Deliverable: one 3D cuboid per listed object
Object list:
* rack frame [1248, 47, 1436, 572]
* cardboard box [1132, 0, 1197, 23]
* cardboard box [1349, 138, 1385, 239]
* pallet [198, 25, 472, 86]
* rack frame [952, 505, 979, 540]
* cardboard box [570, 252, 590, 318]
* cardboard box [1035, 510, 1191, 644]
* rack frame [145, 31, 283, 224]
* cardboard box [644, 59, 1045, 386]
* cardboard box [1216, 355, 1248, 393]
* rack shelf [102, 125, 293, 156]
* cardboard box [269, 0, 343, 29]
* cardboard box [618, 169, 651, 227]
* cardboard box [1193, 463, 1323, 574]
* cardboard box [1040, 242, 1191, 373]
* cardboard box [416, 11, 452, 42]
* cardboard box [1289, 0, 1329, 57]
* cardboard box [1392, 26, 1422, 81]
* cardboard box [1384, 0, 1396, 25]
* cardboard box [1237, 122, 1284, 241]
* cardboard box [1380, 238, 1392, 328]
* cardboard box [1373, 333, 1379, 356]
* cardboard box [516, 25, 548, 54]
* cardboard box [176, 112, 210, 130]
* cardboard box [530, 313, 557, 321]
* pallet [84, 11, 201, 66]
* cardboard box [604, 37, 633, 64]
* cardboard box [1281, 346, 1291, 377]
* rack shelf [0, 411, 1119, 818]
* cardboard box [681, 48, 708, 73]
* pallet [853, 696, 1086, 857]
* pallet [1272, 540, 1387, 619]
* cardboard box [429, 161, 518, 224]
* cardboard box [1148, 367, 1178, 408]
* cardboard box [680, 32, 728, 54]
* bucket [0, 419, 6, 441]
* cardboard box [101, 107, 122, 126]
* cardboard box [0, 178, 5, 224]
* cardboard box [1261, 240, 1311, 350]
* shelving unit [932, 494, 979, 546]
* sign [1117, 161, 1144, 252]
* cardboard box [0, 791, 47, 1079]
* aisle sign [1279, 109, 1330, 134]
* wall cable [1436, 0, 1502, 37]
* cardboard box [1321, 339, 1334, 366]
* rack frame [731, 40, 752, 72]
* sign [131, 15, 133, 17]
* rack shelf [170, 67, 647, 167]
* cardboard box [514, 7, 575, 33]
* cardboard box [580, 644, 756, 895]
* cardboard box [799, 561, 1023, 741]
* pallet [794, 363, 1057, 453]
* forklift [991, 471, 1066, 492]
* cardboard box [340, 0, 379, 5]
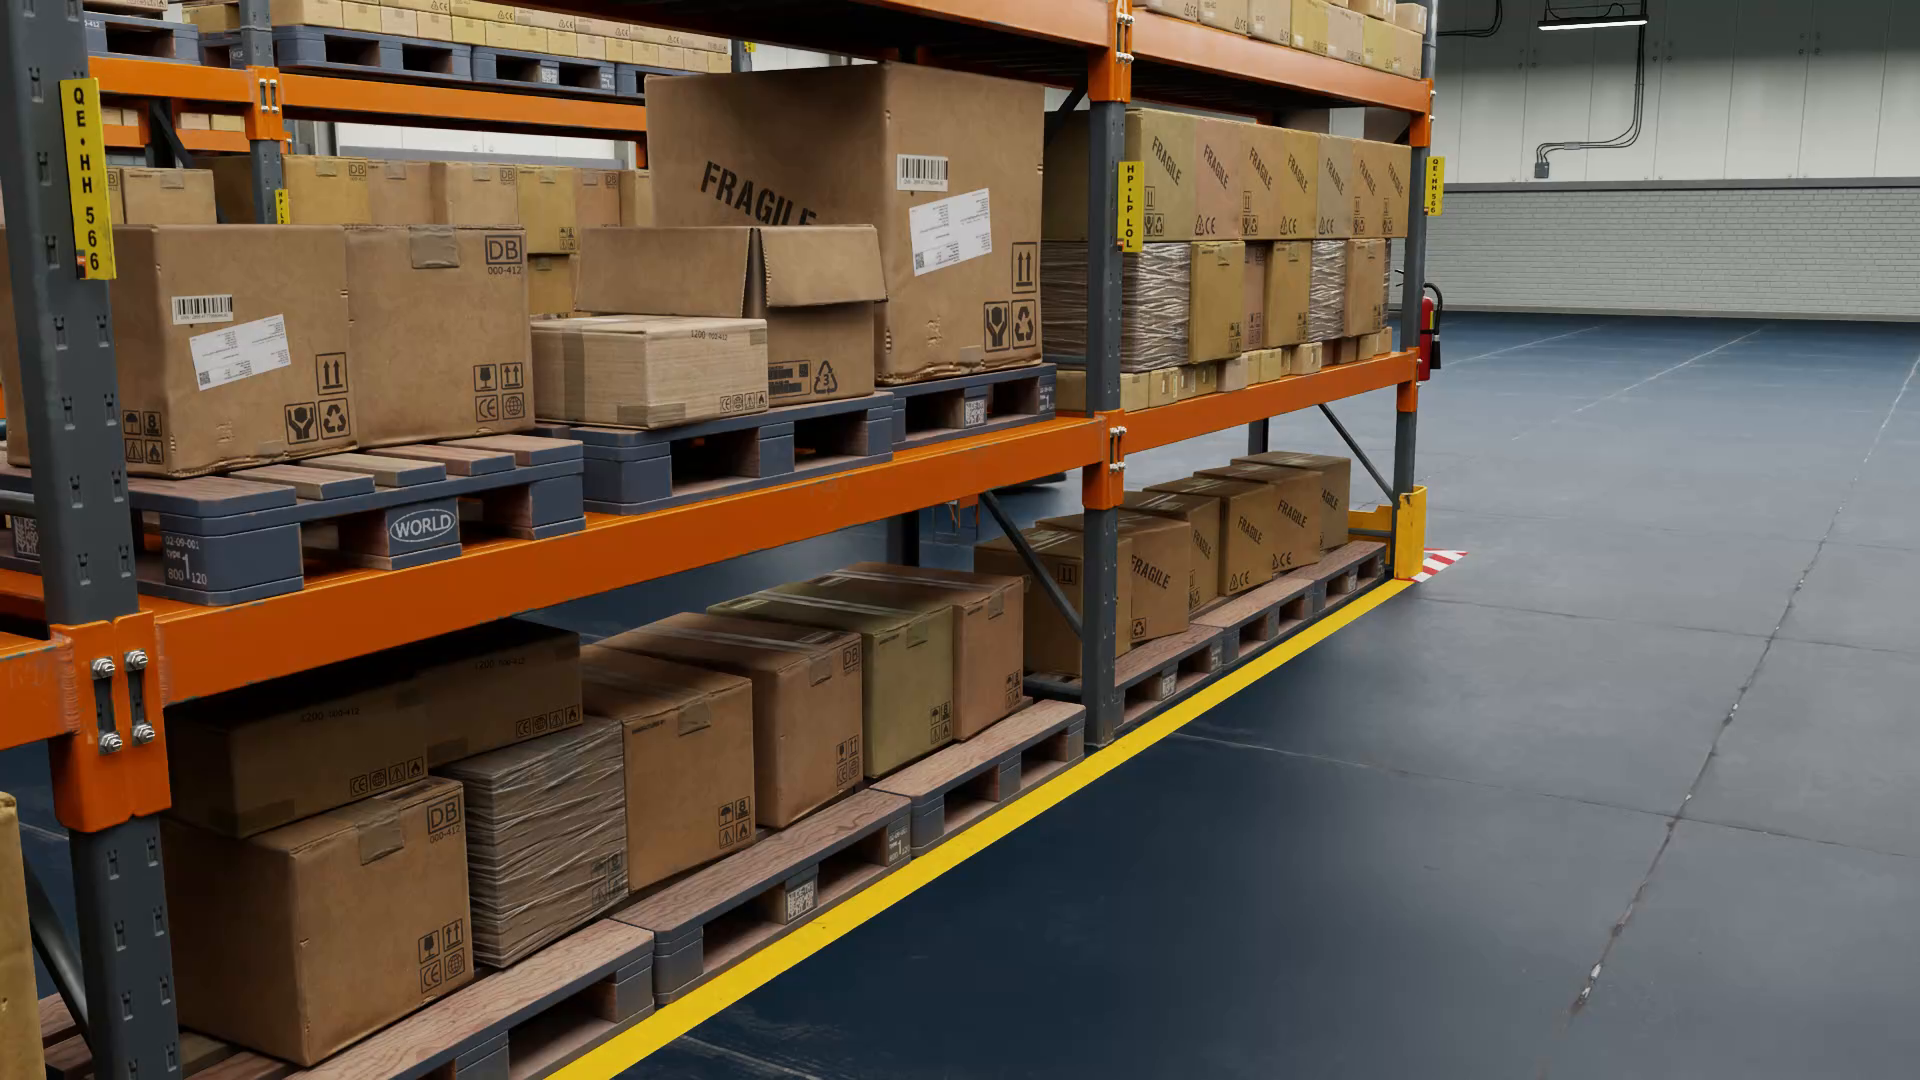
[{"bbox_3d":[2.229,-1.339,9.871,1.000,3.000,0.127,6,12,31],"label":"rack frame"},{"bbox_3d":[0.604,-2.157,6.496,0.500,0.250,0.500,6,12,28],"label":"cardboard box"},{"bbox_3d":[1.900,-1.837,8.731,0.500,0.500,0.500,6,12,31],"label":"cardboard box"},{"bbox_3d":[-3.601,-2.758,9.541,1.003,0.211,1.213,6,12,31],"label":"pallet"},{"bbox_3d":[0.036,-0.527,10.830,0.200,1.050,0.008,6,12,31],"label":"rack frame"},{"bbox_3d":[-2.777,-1.675,11.259,0.875,0.550,0.550,6,12,31],"label":"cardboard box"},{"bbox_3d":[0.685,0.162,7.503,0.500,0.500,0.500,-9,14,-39],"label":"cardboard box"},{"bbox_3d":[-4.035,-1.200,9.127,1.000,3.000,0.127,6,12,31],"label":"rack frame"},{"bbox_3d":[-0.380,-1.100,5.821,1.000,1.000,1.000,6,12,31],"label":"cardboard box"},{"bbox_3d":[1.054,-0.747,7.392,0.380,0.149,0.250,6,12,31],"label":"cardboard box"},{"bbox_3d":[-7.279,-3.092,13.038,1.077,0.370,4.000,6,12,31],"label":"rack shelf"},{"bbox_3d":[-3.555,-2.831,8.958,0.380,0.149,0.250,6,12,30],"label":"cardboard box"},{"bbox_3d":[-2.390,-2.284,11.573,0.875,0.550,0.550,6,12,31],"label":"cardboard box"},{"bbox_3d":[1.609,-0.123,9.027,0.500,0.500,0.500,-10,14,-43],"label":"cardboard box"},{"bbox_3d":[0.438,-0.970,6.821,0.875,0.500,0.500,6,12,31],"label":"cardboard box"},{"bbox_3d":[-3.161,-2.951,9.596,0.380,0.149,0.250,6,12,30],"label":"cardboard box"},{"bbox_3d":[1.409,-2.402,7.802,0.500,0.250,0.500,6,12,30],"label":"cardboard box"},{"bbox_3d":[2.195,-2.640,9.074,0.500,0.250,0.500,7,13,32],"label":"cardboard box"},{"bbox_3d":[2.067,-2.779,8.735,0.380,0.149,0.250,6,12,28],"label":"cardboard box"},{"bbox_3d":[1.121,-1.601,7.471,0.500,0.500,0.500,6,12,31],"label":"cardboard box"},{"bbox_3d":[1.920,-1.451,9.386,0.875,0.500,0.500,6,12,31],"label":"cardboard box"},{"bbox_3d":[2.127,-1.112,9.340,0.380,0.149,0.250,6,12,31],"label":"cardboard box"},{"bbox_3d":[-2.766,-3.070,10.236,0.380,0.149,0.250,7,12,31],"label":"cardboard box"},{"bbox_3d":[-6.456,-3.473,13.801,0.380,0.149,0.250,7,13,32],"label":"cardboard box"},{"bbox_3d":[-1.290,-0.510,4.663,0.396,0.266,0.258,6,12,29],"label":"cardboard box"},{"bbox_3d":[-4.469,-2.431,8.073,0.805,0.209,1.217,6,12,28],"label":"pallet"},{"bbox_3d":[-2.370,-3.191,10.879,0.380,0.149,0.250,6,12,30],"label":"cardboard box"},{"bbox_3d":[1.379,-0.873,8.061,0.380,0.149,0.250,6,12,31],"label":"cardboard box"},{"bbox_3d":[-0.886,-0.042,4.897,1.077,0.370,4.000,6,12,31],"label":"rack shelf"},{"bbox_3d":[-1.973,-3.311,11.523,0.380,0.149,0.250,7,12,31],"label":"cardboard box"},{"bbox_3d":[-0.251,0.783,6.113,1.003,0.211,1.213,6,12,31],"label":"pallet"},{"bbox_3d":[1.737,0.168,9.399,1.003,0.211,1.213,6,12,31],"label":"pallet"},{"bbox_3d":[-3.230,-2.029,10.211,0.875,0.550,0.550,6,12,31],"label":"cardboard box"},{"bbox_3d":[0.662,-0.630,6.764,0.380,0.149,0.250,6,12,31],"label":"cardboard box"},{"bbox_3d":[-1.973,-3.528,11.596,0.500,0.250,0.500,7,12,31],"label":"cardboard box"},{"bbox_3d":[-5.935,-0.580,10.579,0.620,0.611,0.726,-20,21,-35],"label":"bucket"},{"bbox_3d":[-6.876,-3.355,13.171,0.380,0.149,0.250,6,12,29],"label":"cardboard box"},{"bbox_3d":[-4.816,-1.501,7.748,0.700,0.500,0.500,6,12,31],"label":"cardboard box"},{"bbox_3d":[1.196,-1.209,8.093,0.875,0.500,0.500,6,12,31],"label":"cardboard box"},{"bbox_3d":[-0.028,-0.508,10.727,0.215,1.050,0.252,6,12,31],"label":"shelving unit"},{"bbox_3d":[0.628,-1.227,6.124,0.100,0.325,0.005,6,12,31],"label":"sign"},{"bbox_3d":[-2.301,0.863,2.738,1.225,0.875,0.875,6,12,28],"label":"cardboard box"},{"bbox_3d":[2.004,-2.655,9.837,0.394,0.787,0.004,6,12,31],"label":"aisle sign"},{"bbox_3d":[11.575,-13.378,40.226,3.097,2.526,0.112,6,12,31],"label":"wall cable"},{"bbox_3d":[1.733,-0.995,8.712,0.380,0.149,0.250,6,12,31],"label":"cardboard box"},{"bbox_3d":[-1.958,-4.778,11.935,1.000,3.000,0.127,6,12,31],"label":"rack frame"},{"bbox_3d":[-4.510,-3.020,9.078,0.100,0.325,0.005,6,12,31],"label":"sign"},{"bbox_3d":[-2.996,-2.635,10.597,1.077,0.370,4.000,6,12,31],"label":"rack shelf"},{"bbox_3d":[-2.757,-3.291,10.331,0.500,0.250,0.500,7,12,31],"label":"cardboard box"},{"bbox_3d":[-1.029,0.646,4.865,0.700,0.500,0.500,8,13,35],"label":"cardboard box"},{"bbox_3d":[-0.185,0.397,6.195,0.700,0.500,0.500,5,12,26],"label":"cardboard box"},{"bbox_3d":[-0.369,-0.510,5.961,1.003,0.211,1.213,6,12,31],"label":"pallet"},{"bbox_3d":[-0.503,-1.987,13.518,1.130,2.935,3.031,-9,14,-39],"label":"forklift"},{"bbox_3d":[-3.542,-3.053,9.057,0.500,0.250,0.500,6,12,31],"label":"cardboard box"}]
